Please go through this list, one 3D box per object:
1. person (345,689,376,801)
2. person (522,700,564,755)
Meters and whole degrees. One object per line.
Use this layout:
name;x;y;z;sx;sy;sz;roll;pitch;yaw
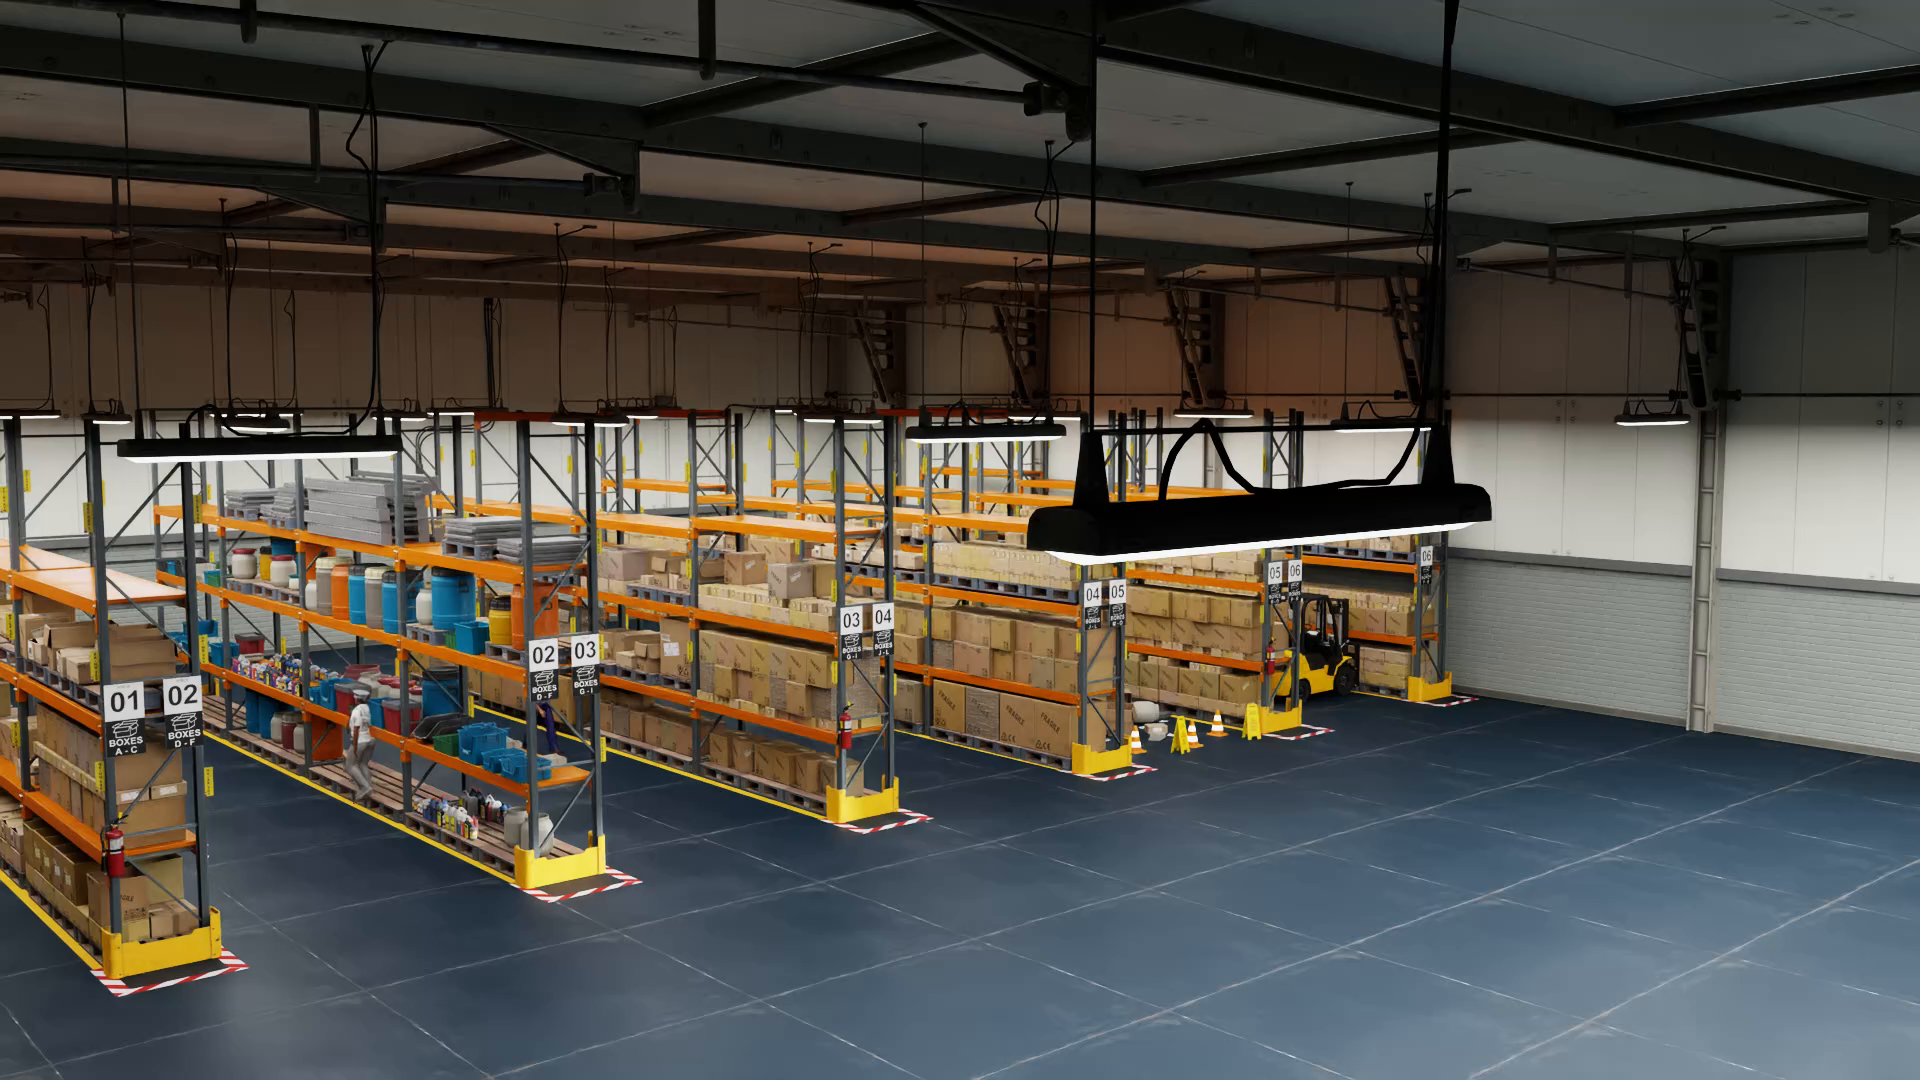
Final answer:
person;-9.077;3.107;25.299;0.417;1.649;0.506;2;5;23
person;-7.311;2.968;29.115;0.984;1.585;0.481;4;6;36
